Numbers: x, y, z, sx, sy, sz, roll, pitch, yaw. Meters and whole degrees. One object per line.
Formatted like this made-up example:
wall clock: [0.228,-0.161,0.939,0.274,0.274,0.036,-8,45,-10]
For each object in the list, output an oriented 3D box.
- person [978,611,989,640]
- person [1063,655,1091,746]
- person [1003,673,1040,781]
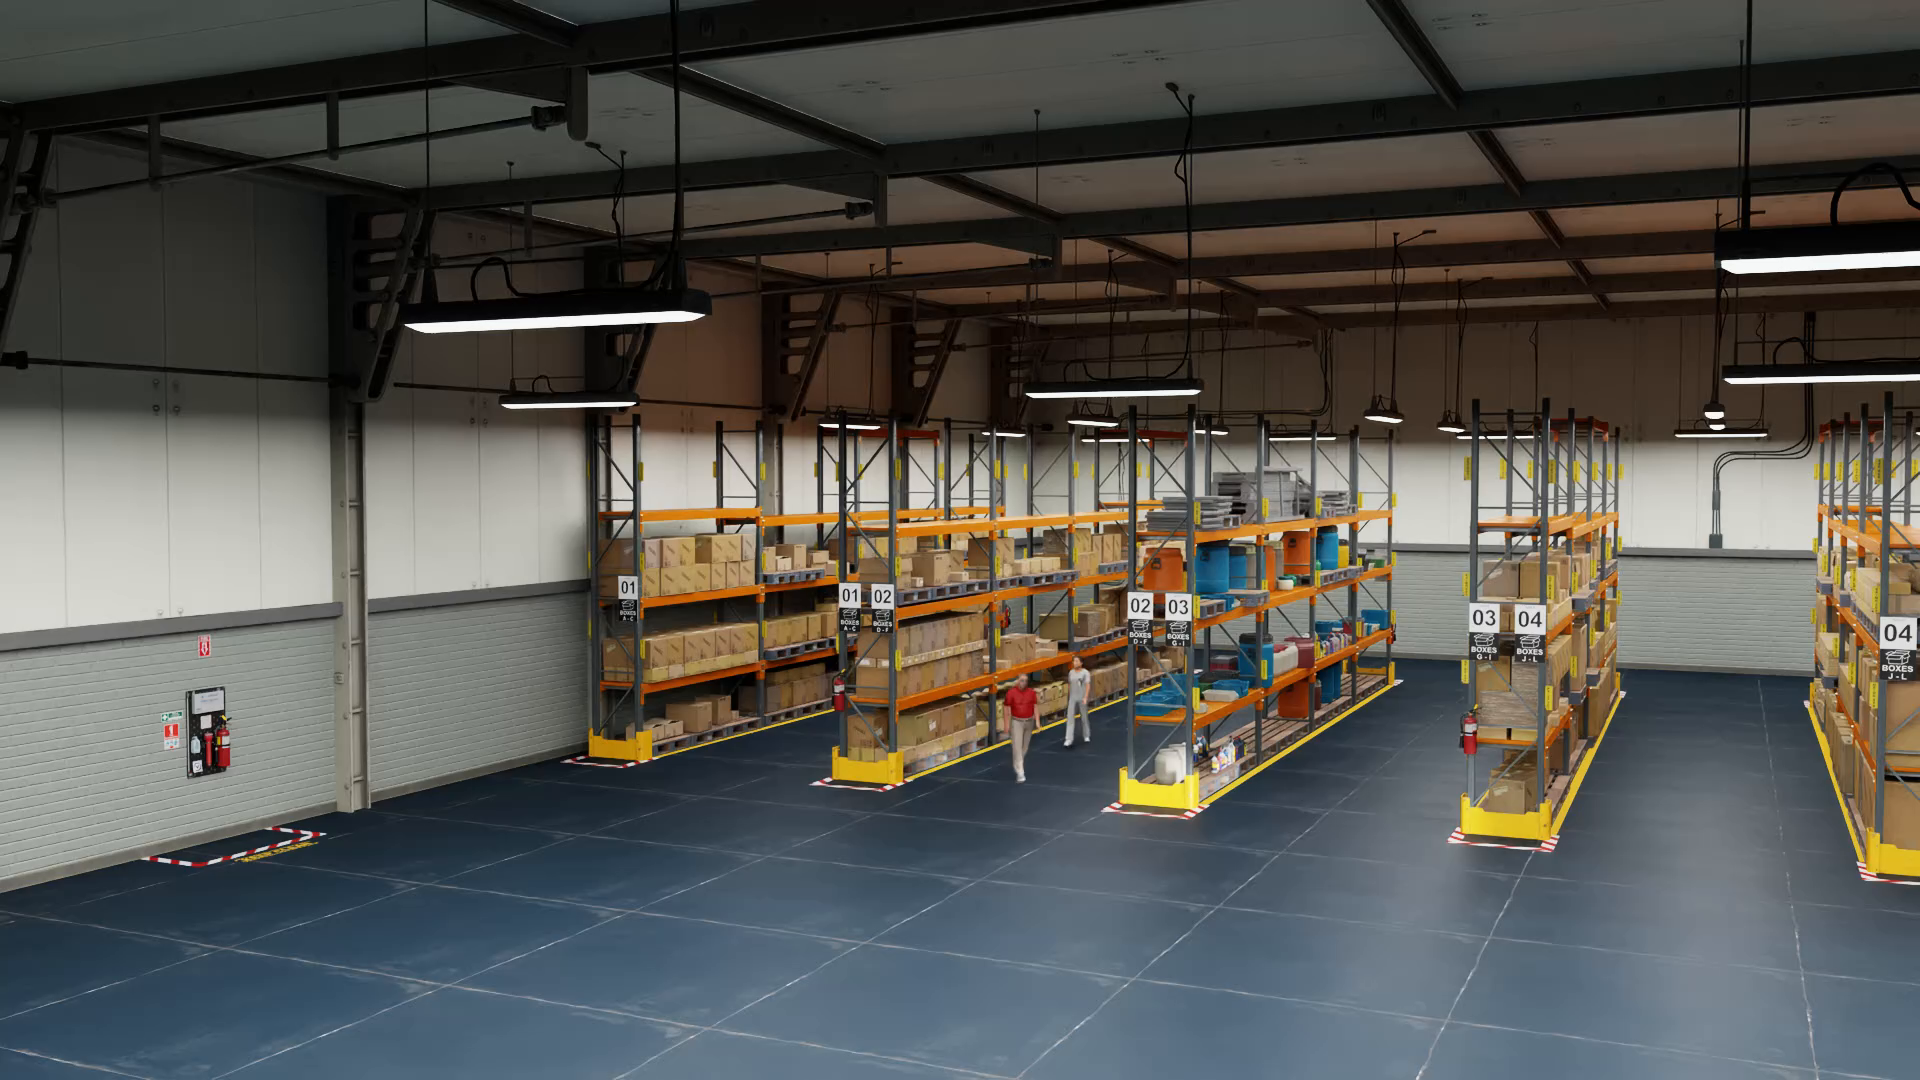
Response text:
person: [0.457,2.526,38.808,1.021,1.753,0.621,-2,3,-33]
person: [2.155,2.915,30.353,0.472,1.625,0.938,1,3,24]
person: [1.027,3.019,27.110,0.579,1.694,0.872,-1,3,-28]
